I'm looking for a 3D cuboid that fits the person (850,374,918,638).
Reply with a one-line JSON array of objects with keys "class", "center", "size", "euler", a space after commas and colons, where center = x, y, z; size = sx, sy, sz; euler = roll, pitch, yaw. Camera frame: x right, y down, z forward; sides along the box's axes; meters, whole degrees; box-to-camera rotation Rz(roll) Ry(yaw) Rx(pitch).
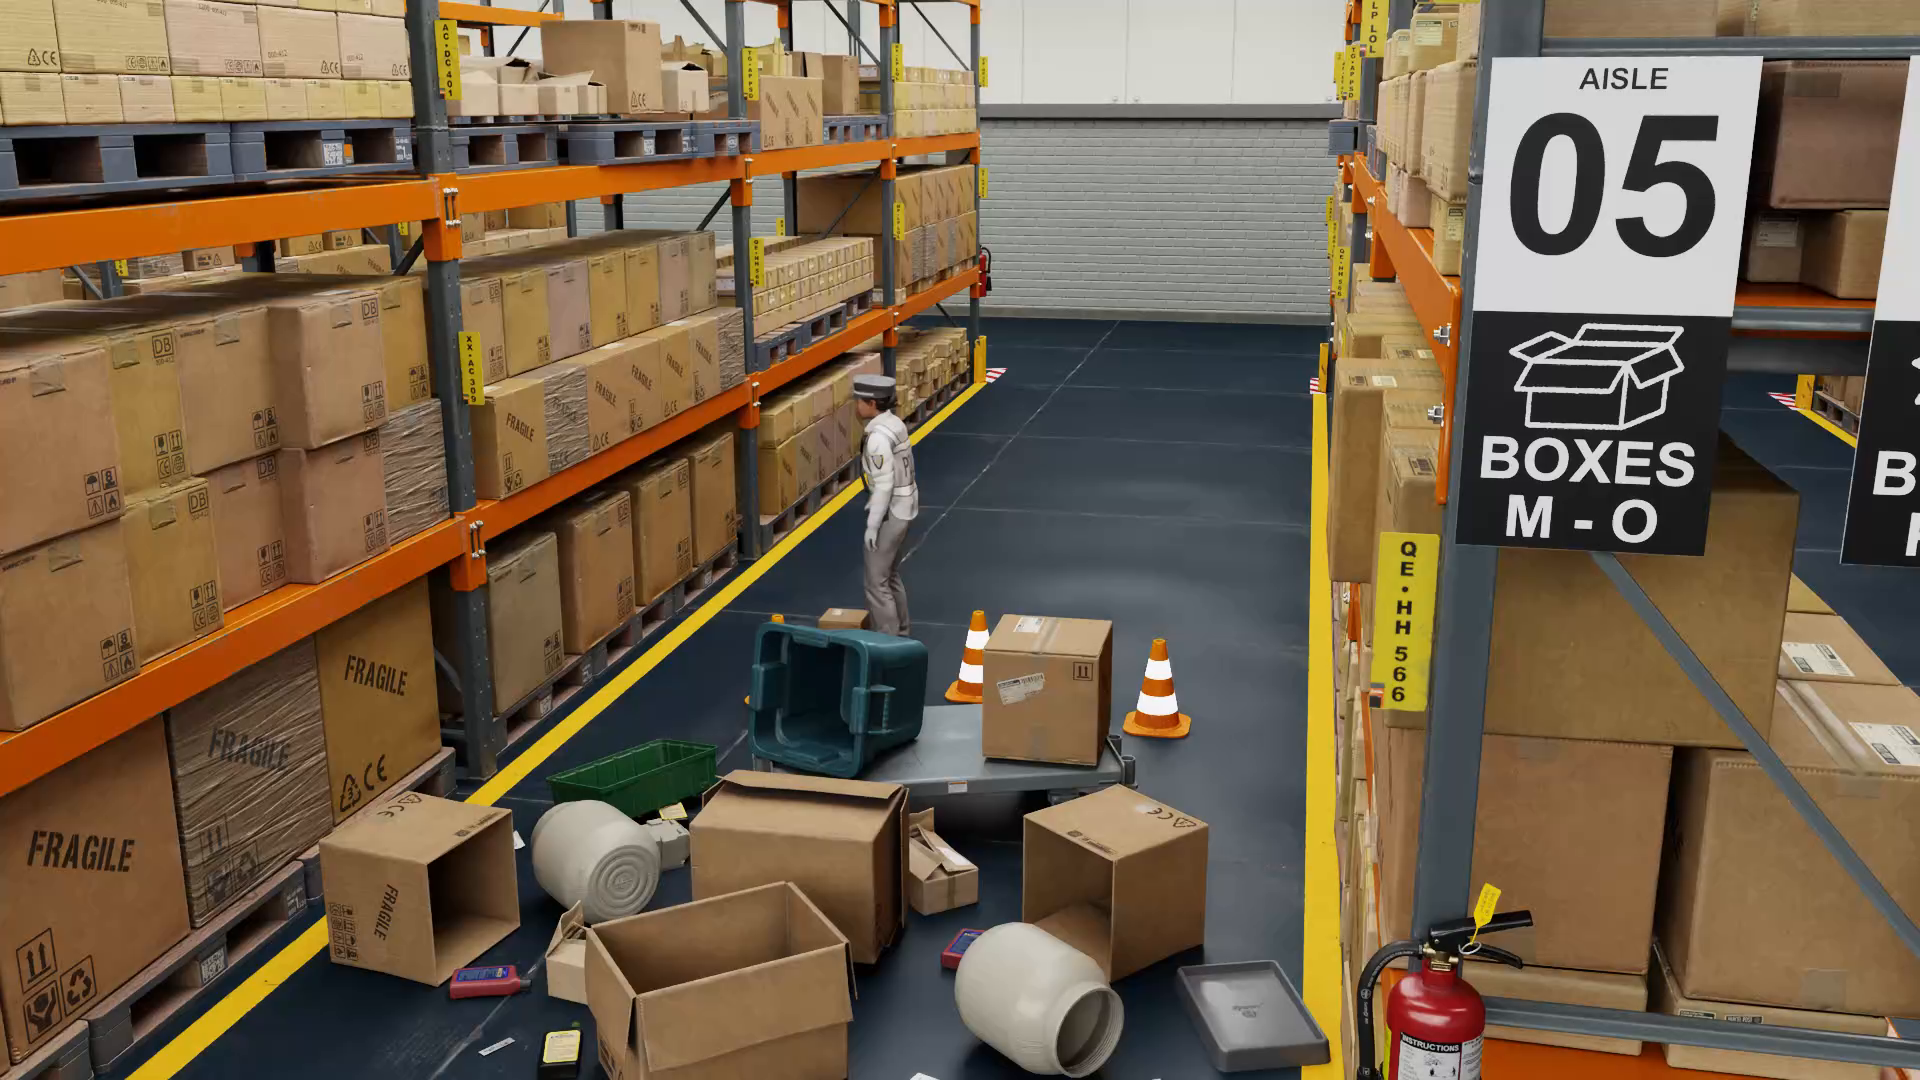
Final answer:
[{"class": "person", "center": [-0.428, -0.115, 9.444], "size": [0.370, 1.663, 0.520], "euler": [2, 15, 9]}]
